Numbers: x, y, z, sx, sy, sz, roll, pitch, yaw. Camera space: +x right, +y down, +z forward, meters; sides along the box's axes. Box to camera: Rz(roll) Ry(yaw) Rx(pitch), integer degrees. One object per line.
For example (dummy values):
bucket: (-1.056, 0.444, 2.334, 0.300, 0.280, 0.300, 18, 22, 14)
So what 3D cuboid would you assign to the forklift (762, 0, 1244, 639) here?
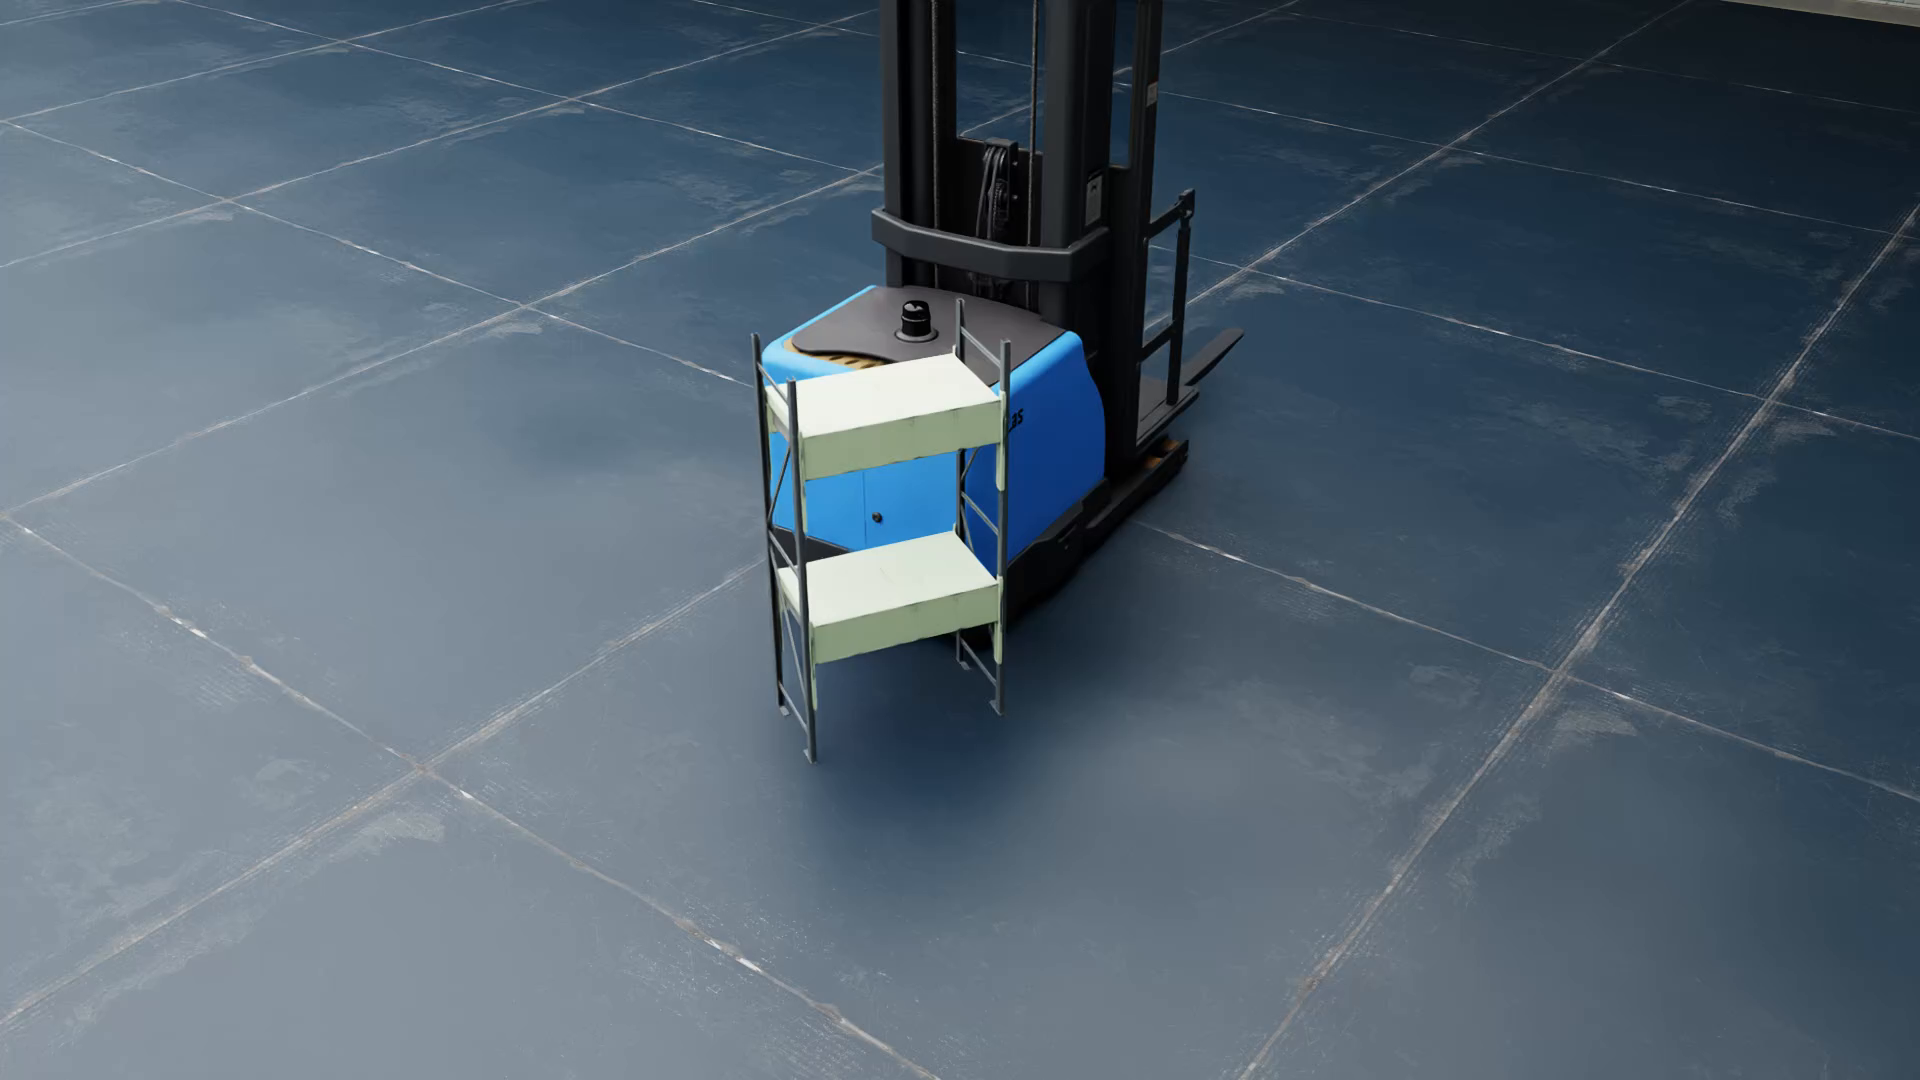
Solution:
forklift: (0.410, -1.592, 7.061, 1.130, 2.935, 3.031, 17, 35, 26)

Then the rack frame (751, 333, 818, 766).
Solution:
rack frame: (-0.596, 0.060, 5.678, 0.023, 1.500, 0.400, -13, 33, -20)

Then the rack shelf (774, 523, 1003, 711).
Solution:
rack shelf: (-0.261, 0.266, 5.970, 0.720, 0.370, 0.431, -13, 33, -20)

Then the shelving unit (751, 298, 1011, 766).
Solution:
shelving unit: (-0.261, -0.015, 5.804, 0.755, 1.500, 0.431, -13, 33, -20)

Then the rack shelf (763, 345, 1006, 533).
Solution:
rack shelf: (-0.261, -0.351, 5.605, 0.720, 0.370, 0.431, -13, 33, -20)

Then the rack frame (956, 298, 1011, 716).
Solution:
rack frame: (0.075, -0.089, 5.930, 0.023, 1.500, 0.400, -13, 33, -20)
